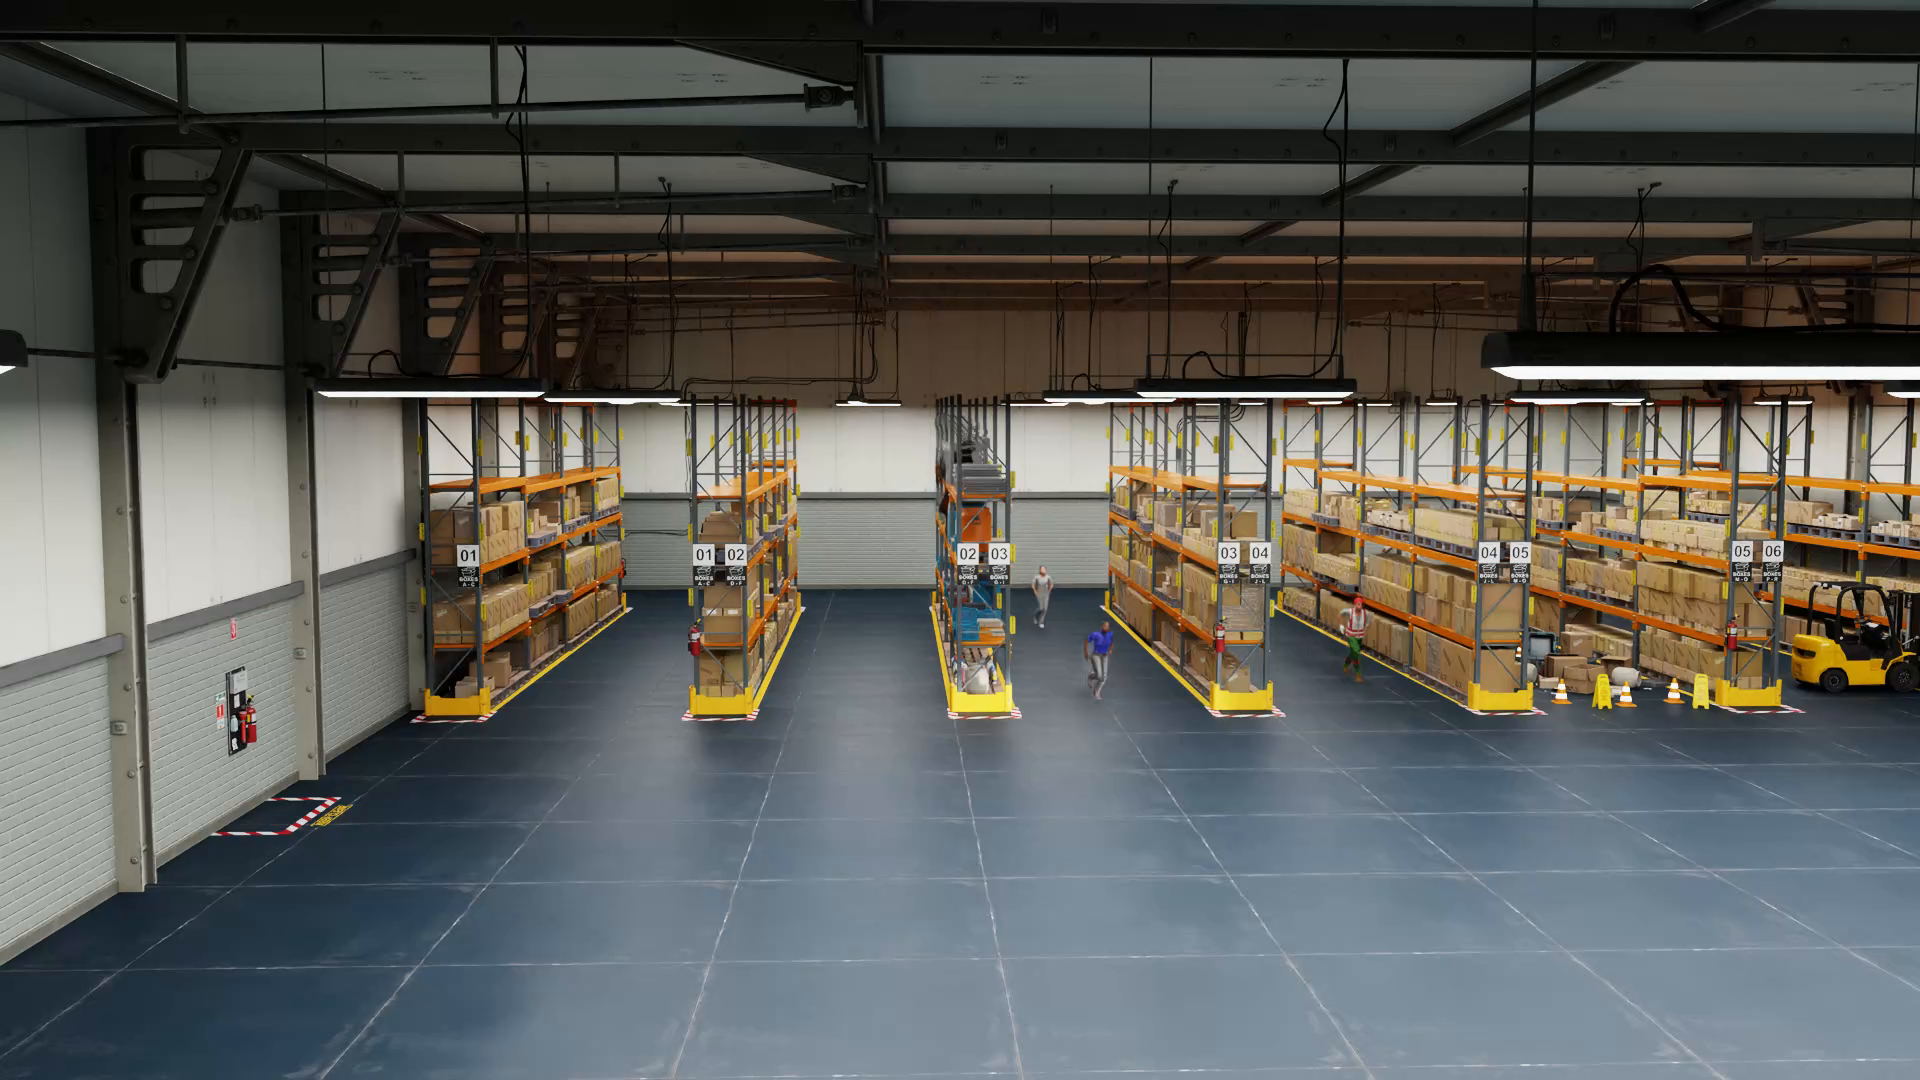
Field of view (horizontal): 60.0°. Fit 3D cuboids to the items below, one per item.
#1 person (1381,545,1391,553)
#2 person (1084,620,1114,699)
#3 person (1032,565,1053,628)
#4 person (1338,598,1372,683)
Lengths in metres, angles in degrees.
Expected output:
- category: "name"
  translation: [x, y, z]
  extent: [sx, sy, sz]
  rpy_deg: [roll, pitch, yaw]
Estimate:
- category: "person"
  translation: [12.597, 0.999, 49.211]
  extent: [0.587, 1.722, 0.703]
  rpy_deg: [-1, 5, -12]
- category: "person"
  translation: [2.765, 2.368, 32.970]
  extent: [0.563, 1.574, 0.699]
  rpy_deg: [-2, 5, -26]
- category: "person"
  translation: [2.182, 1.480, 43.639]
  extent: [0.556, 1.637, 0.584]
  rpy_deg: [-1, 5, -9]
- category: "person"
  translation: [8.345, 2.081, 35.229]
  extent: [0.654, 1.794, 1.004]
  rpy_deg: [-1, 5, -13]
